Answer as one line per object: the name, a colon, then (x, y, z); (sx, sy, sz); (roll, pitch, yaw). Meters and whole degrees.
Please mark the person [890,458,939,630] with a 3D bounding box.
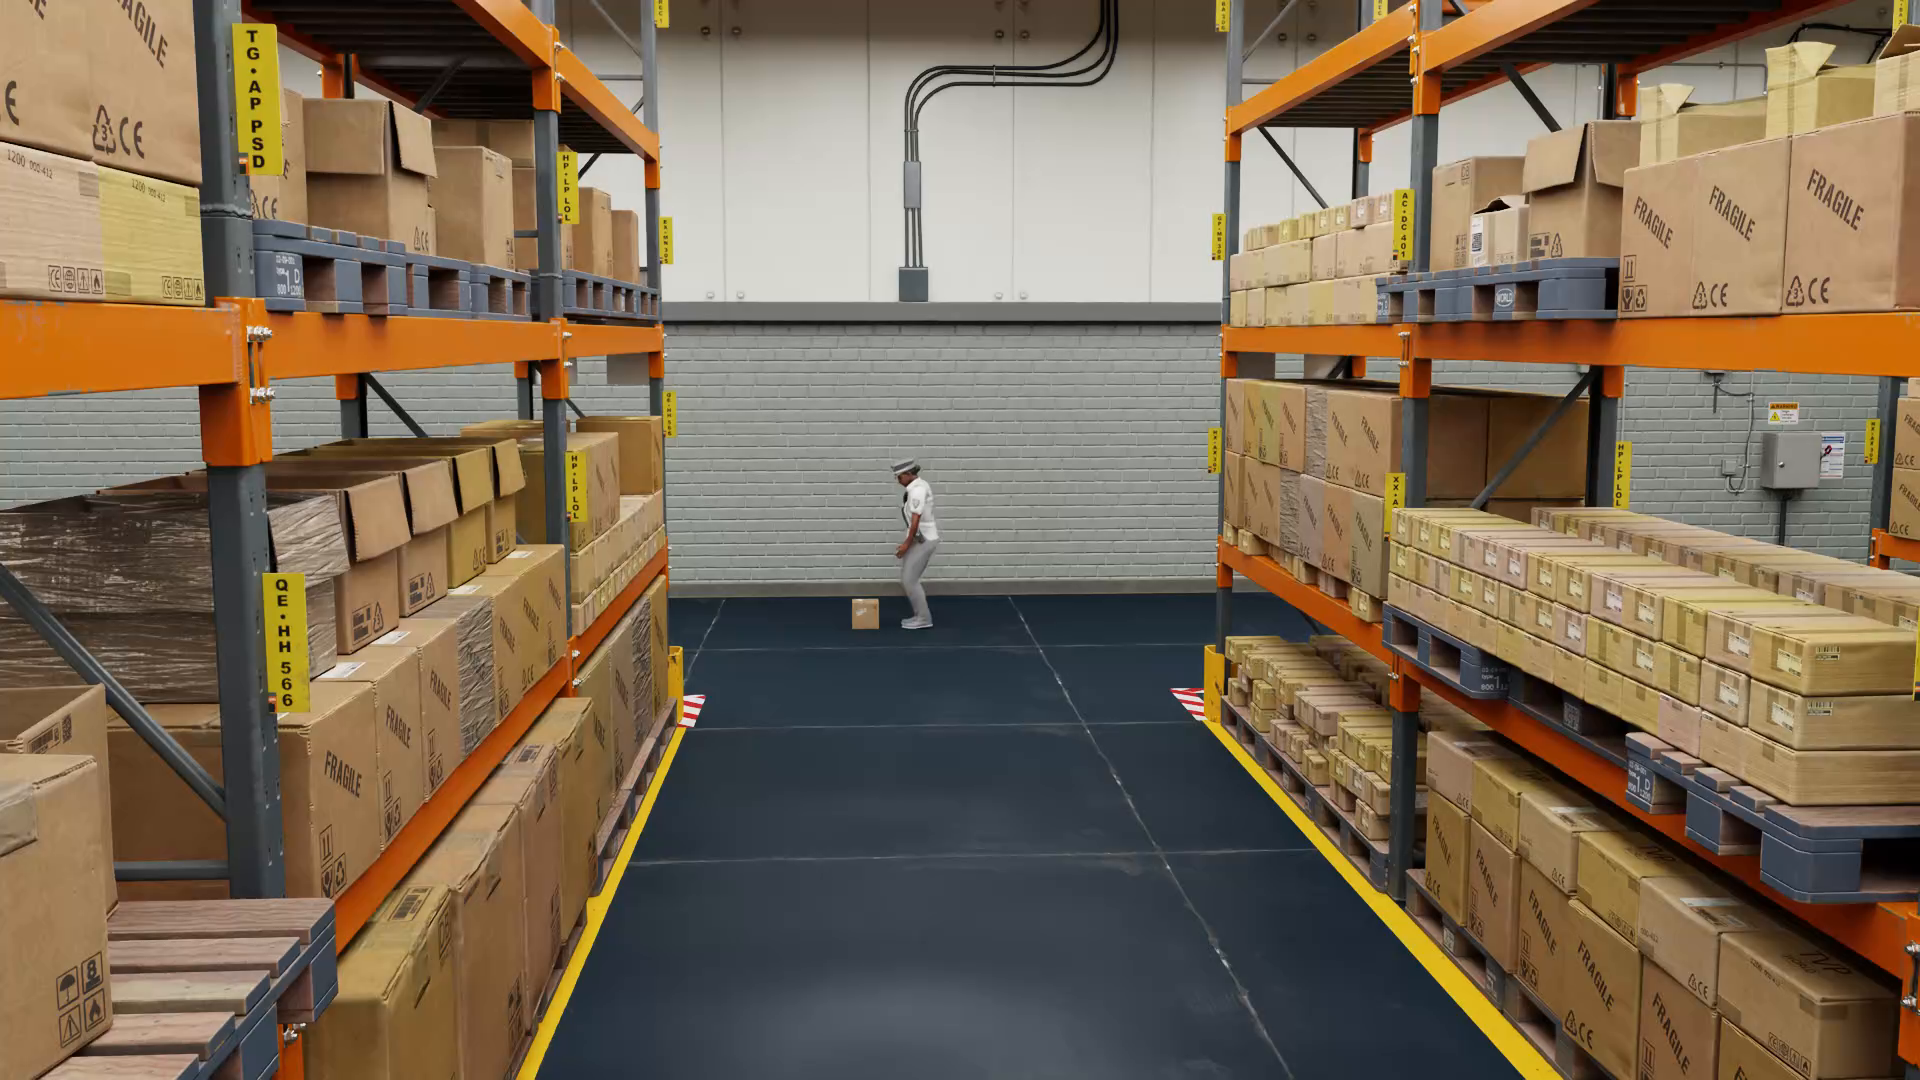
person: (-0.429, 0.034, 15.732); (0.460, 1.615, 0.461); (0, 7, -2)
